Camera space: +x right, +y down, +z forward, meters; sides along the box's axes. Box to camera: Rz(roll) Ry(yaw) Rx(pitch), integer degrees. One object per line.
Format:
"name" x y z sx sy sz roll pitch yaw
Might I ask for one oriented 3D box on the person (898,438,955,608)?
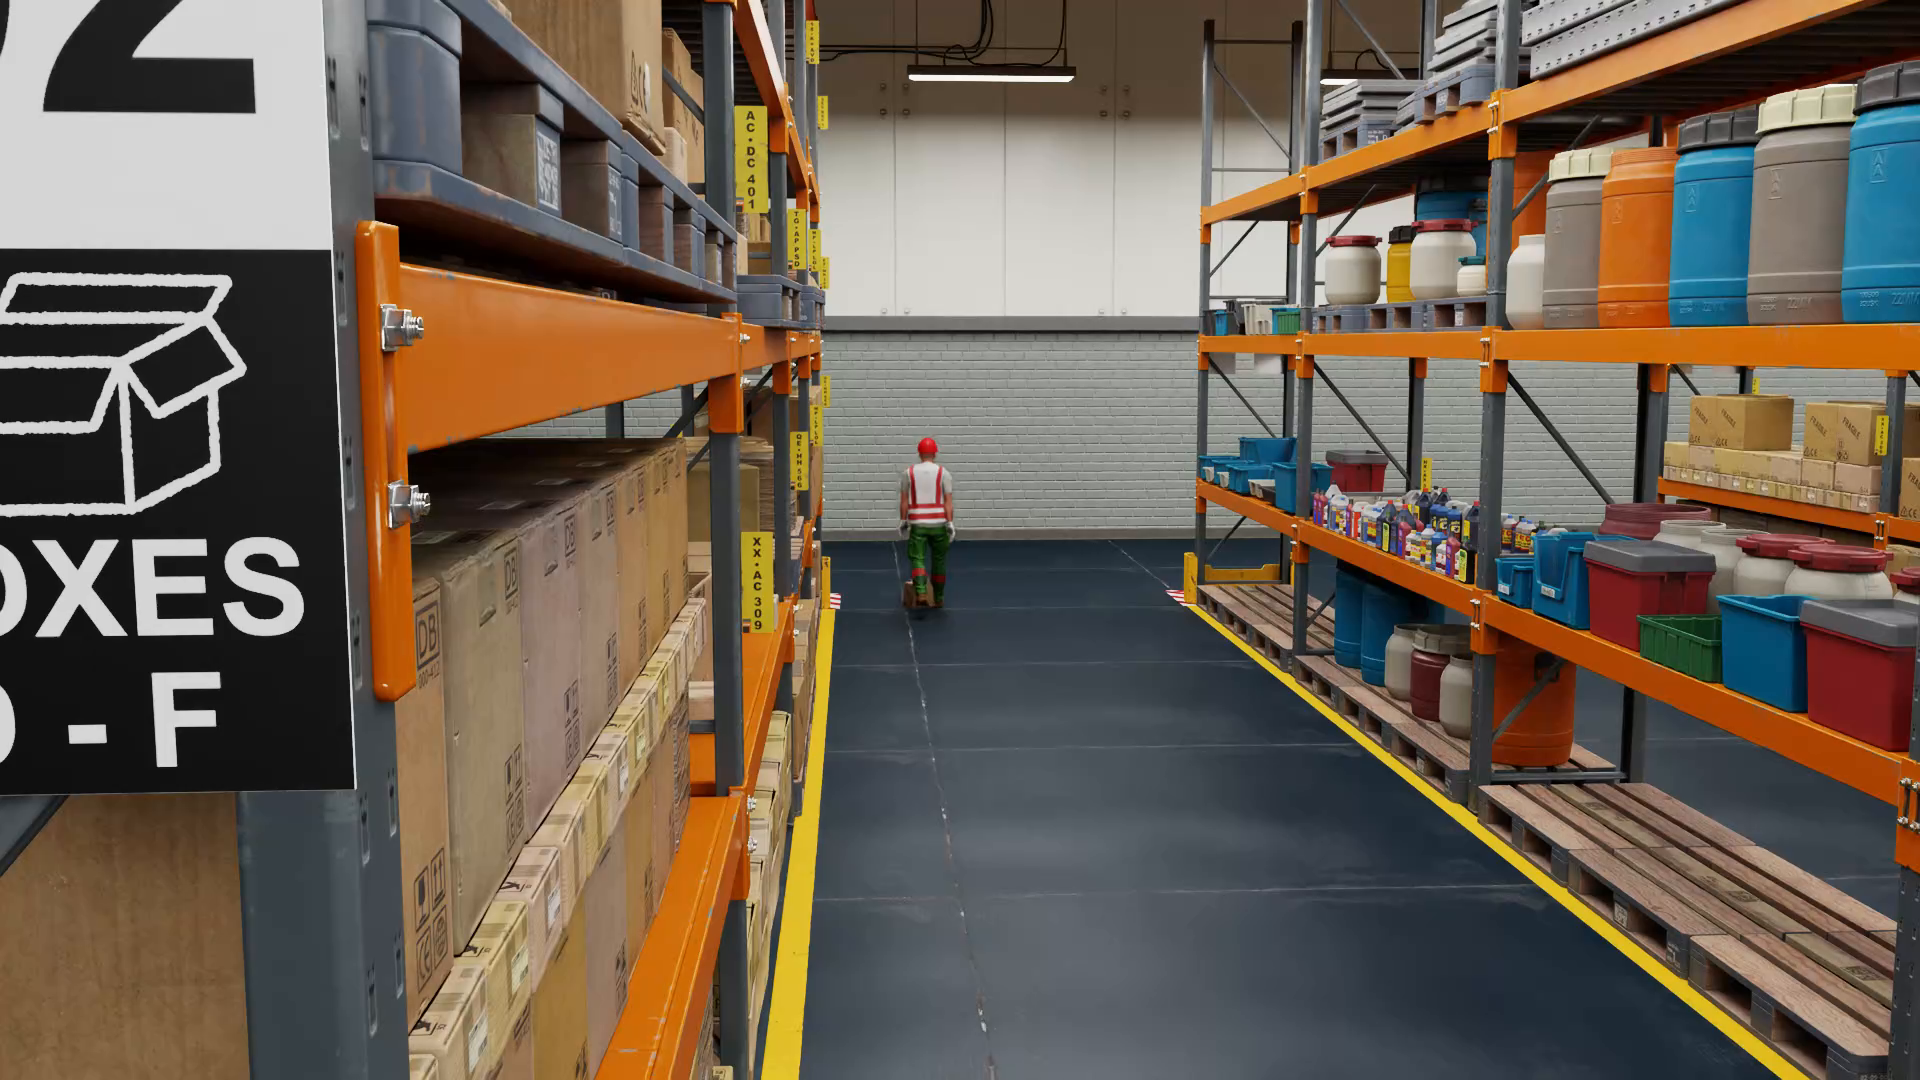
"person" -0.341 -0.153 16.950 0.574 1.766 0.919 0 7 -2
